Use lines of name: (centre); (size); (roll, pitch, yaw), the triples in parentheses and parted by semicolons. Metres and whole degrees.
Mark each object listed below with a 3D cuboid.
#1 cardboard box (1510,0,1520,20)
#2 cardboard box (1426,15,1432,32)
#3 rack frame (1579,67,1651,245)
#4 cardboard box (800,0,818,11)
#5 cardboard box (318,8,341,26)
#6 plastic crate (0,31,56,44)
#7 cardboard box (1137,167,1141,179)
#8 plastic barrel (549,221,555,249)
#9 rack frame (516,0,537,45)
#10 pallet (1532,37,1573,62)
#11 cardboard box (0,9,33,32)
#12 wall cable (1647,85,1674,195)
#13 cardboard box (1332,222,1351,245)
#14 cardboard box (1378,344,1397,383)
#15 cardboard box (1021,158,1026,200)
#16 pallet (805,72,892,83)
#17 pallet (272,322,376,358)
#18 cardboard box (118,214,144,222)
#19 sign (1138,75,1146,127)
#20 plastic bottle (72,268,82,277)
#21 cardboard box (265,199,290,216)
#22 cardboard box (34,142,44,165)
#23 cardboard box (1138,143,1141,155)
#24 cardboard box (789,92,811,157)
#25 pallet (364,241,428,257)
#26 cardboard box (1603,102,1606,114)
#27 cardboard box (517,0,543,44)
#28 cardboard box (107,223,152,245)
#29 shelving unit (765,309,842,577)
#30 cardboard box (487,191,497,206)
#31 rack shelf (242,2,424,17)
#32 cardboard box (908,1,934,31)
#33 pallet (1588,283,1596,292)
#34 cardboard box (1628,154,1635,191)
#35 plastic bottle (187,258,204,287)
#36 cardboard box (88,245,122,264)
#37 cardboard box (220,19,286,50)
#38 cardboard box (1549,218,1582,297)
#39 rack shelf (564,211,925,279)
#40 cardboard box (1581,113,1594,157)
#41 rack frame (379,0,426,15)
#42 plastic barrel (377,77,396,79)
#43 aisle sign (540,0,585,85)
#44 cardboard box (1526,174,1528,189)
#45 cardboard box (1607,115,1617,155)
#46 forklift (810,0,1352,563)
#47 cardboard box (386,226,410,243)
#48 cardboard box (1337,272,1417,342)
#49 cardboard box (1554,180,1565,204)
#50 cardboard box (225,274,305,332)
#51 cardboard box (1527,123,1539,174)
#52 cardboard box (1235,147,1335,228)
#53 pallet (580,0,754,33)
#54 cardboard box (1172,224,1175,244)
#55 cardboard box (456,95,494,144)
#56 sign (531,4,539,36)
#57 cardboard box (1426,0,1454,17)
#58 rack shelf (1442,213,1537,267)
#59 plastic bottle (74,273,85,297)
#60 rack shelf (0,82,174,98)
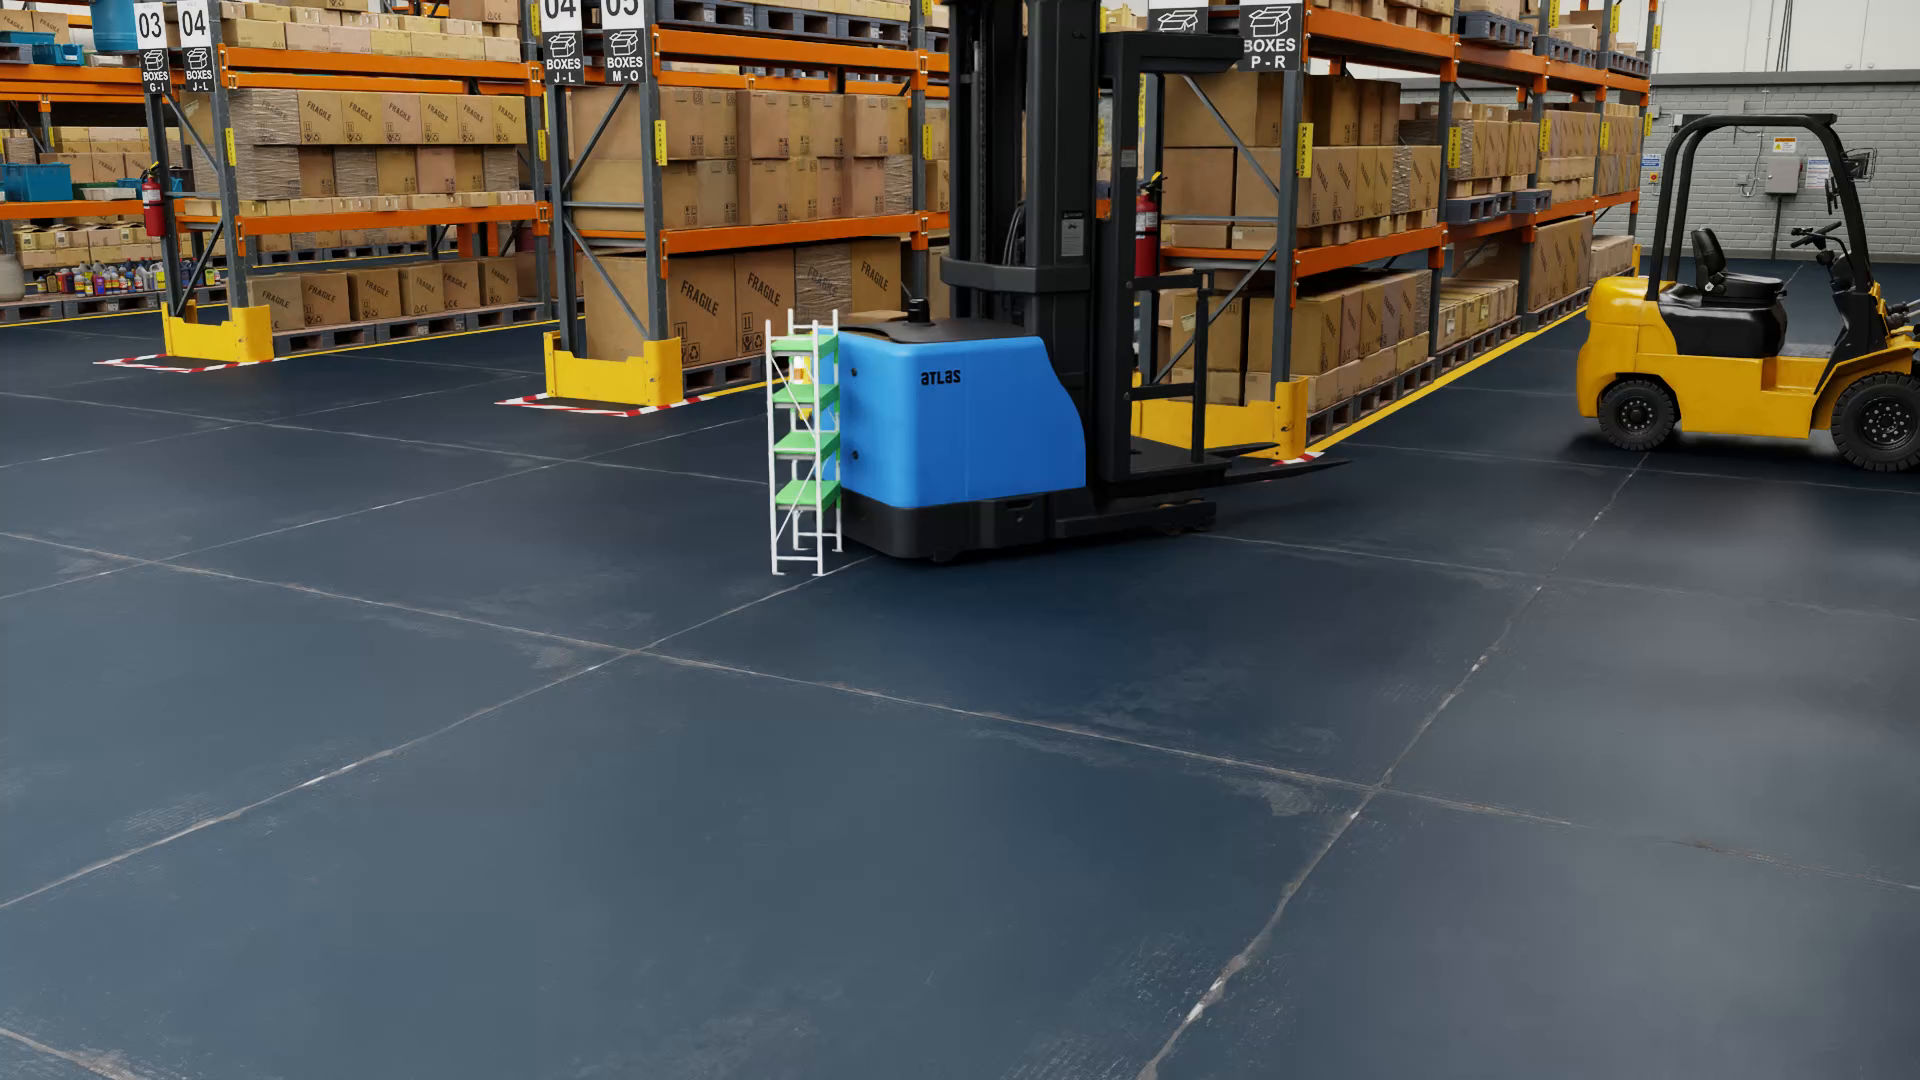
cardboard box: (4.686, -4.743, 14.831); (0.500, 0.250, 0.500); (7, 15, 27)
cardboard box: (3.500, -4.064, 13.127); (0.380, 0.149, 0.250); (8, 15, 29)
rack frame: (9.385, -5.331, 24.247); (1.000, 3.000, 0.127); (7, 15, 28)
cardboard box: (-1.431, -4.574, 14.133); (0.380, 0.149, 0.250); (7, 15, 28)
cardboard box: (-6.150, -4.986, 15.884); (0.380, 0.149, 0.250); (7, 15, 28)
plastic crate: (-10.702, -5.608, 19.030); (0.392, 0.384, 0.575); (7, 15, 28)
cardboard box: (2.045, -4.602, 20.861); (0.380, 0.149, 0.250); (8, 16, 30)
plastic barrel: (-6.531, -4.829, 26.574); (0.421, 0.512, 0.421); (0, 14, 0)
rack frame: (-5.091, -6.908, 17.989); (1.000, 3.000, 0.127); (7, 15, 28)
pallet: (5.783, -5.194, 17.682); (1.213, 0.211, 1.003); (8, 16, 31)
cardboard box: (-13.428, -7.191, 23.386); (0.500, 0.500, 0.500); (8, 15, 29)
wall cable: (12.091, -7.000, 28.934); (0.585, 1.953, 0.123); (7, 15, 28)
cardboard box: (2.468, -2.118, 11.455); (0.380, 0.149, 0.250); (8, 16, 29)
cardboard box: (3.035, -1.371, 12.790); (0.500, 0.250, 0.500); (8, 16, 29)
cardboard box: (0.425, -3.845, 17.871); (0.500, 0.500, 0.500); (8, 16, 29)
pallet: (-1.623, -6.805, 24.368); (0.805, 0.209, 1.217); (7, 15, 26)
pallet: (-6.564, -1.994, 16.354); (1.003, 0.211, 1.213); (7, 15, 28)
cardboard box: (-15.266, -5.970, 30.589); (0.750, 0.750, 0.750); (7, 15, 28)
sign: (1.174, -2.832, 10.736); (0.100, 0.325, 0.005); (7, 15, 28)
plastic bottle: (-10.643, -3.126, 19.972); (0.152, 0.276, 0.135); (7, 15, 26)
cardboard box: (-6.540, -3.130, 15.652); (0.380, 0.149, 0.250); (7, 15, 28)
cardboard box: (-16.168, -6.826, 29.557); (0.500, 0.500, 0.500); (7, 15, 28)
cardboard box: (2.037, -4.889, 20.785); (0.380, 0.149, 0.250); (8, 16, 31)
cardboard box: (-1.801, -3.605, 14.461); (0.875, 0.550, 0.500); (7, 15, 28)
pallet: (-10.254, -5.230, 29.776); (1.003, 0.211, 1.213); (7, 15, 28)
cardboard box: (7.941, -5.450, 21.010); (0.380, 0.149, 0.250); (8, 16, 29)
cardboard box: (-4.777, -5.790, 18.633); (0.797, 0.503, 0.637); (7, 15, 25)
cardboard box: (-12.601, -4.627, 25.102); (0.500, 0.311, 0.500); (8, 16, 30)
shelving unit: (-0.738, -0.473, 7.935); (0.258, 1.200, 0.503); (2, 14, 6)
cardboard box: (-5.240, -3.698, 18.008); (0.380, 0.149, 0.250); (7, 15, 28)
rack shelf: (-10.860, -8.718, 27.885); (1.077, 0.370, 4.000); (7, 15, 28)
cardboard box: (-0.596, -5.210, 16.556); (0.500, 0.250, 0.500); (8, 15, 29)
pallet: (7.888, -3.302, 21.780); (1.003, 0.211, 1.213); (7, 15, 28)
cardboard box: (9.128, -5.150, 23.280); (0.500, 0.500, 0.500); (7, 15, 27)
plastic bottle: (-9.486, -3.315, 20.595); (0.144, 0.351, 0.185); (7, 15, 27)
cardboard box: (-12.853, -4.249, 24.727); (0.500, 0.250, 0.500); (7, 15, 26)
cardboard box: (-6.565, -4.626, 15.243); (0.500, 0.250, 0.500); (8, 16, 30)
cardboard box: (6.792, -3.359, 19.705); (0.875, 0.875, 0.875); (8, 16, 30)
rack shelf: (-1.765, -2.649, 14.657); (1.077, 0.370, 4.000); (7, 15, 28)
cardboard box: (7.212, -4.818, 19.772); (0.500, 0.500, 0.500); (8, 16, 29)
rack frame: (-9.893, -9.673, 29.456); (1.000, 3.000, 0.127); (7, 15, 28)
plastic barrel: (-7.903, -6.477, 22.896); (0.301, 0.262, 0.301); (0, 14, 0)
aisle sign: (-3.028, -3.872, 12.647); (0.394, 0.787, 0.004); (7, 15, 28)
cardboard box: (5.499, -3.615, 16.767); (0.380, 0.149, 0.250); (8, 16, 29)
cardboard box: (8.144, -5.218, 21.432); (0.500, 0.500, 0.500); (7, 15, 27)
forklift: (0.757, -1.545, 8.690); (3.031, 2.935, 1.130); (-8, 16, -30)
cardboard box: (-10.127, -5.521, 29.429); (0.500, 0.500, 0.500); (7, 15, 28)
cardboard box: (3.289, -1.845, 13.157); (0.500, 0.500, 0.500); (8, 16, 29)
cardboard box: (6.466, -3.903, 18.644); (0.500, 0.250, 0.500); (8, 16, 30)
cardboard box: (-6.708, -2.287, 16.055); (0.500, 0.500, 0.500); (11, 17, 38)
cardboard box: (5.542, -3.962, 16.825); (0.500, 0.500, 0.500); (7, 15, 26)
cardboard box: (2.122, -2.308, 10.857); (0.500, 0.500, 0.500); (7, 15, 27)
pallet: (-2.382, -4.157, 13.166); (1.003, 0.211, 1.213); (7, 15, 28)
cardboard box: (1.670, -2.092, 11.347); (0.380, 0.149, 0.250); (7, 15, 27)
cardboard box: (-5.308, -4.445, 17.590); (0.500, 0.500, 0.500); (7, 15, 28)
sign: (-4.612, -5.642, 18.031); (0.100, 0.325, 0.005); (7, 15, 28)
cardboard box: (3.606, -4.278, 13.162); (0.500, 0.250, 0.500); (7, 15, 28)
rack shelf: (4.551, -2.930, 15.821); (1.077, 0.370, 4.000); (7, 15, 28)
plastic bottle: (-10.211, -2.957, 19.280); (0.097, 0.271, 0.097); (0, 14, 0)
rack shelf: (-12.794, -6.634, 24.786); (1.077, 0.370, 4.000); (7, 15, 28)
